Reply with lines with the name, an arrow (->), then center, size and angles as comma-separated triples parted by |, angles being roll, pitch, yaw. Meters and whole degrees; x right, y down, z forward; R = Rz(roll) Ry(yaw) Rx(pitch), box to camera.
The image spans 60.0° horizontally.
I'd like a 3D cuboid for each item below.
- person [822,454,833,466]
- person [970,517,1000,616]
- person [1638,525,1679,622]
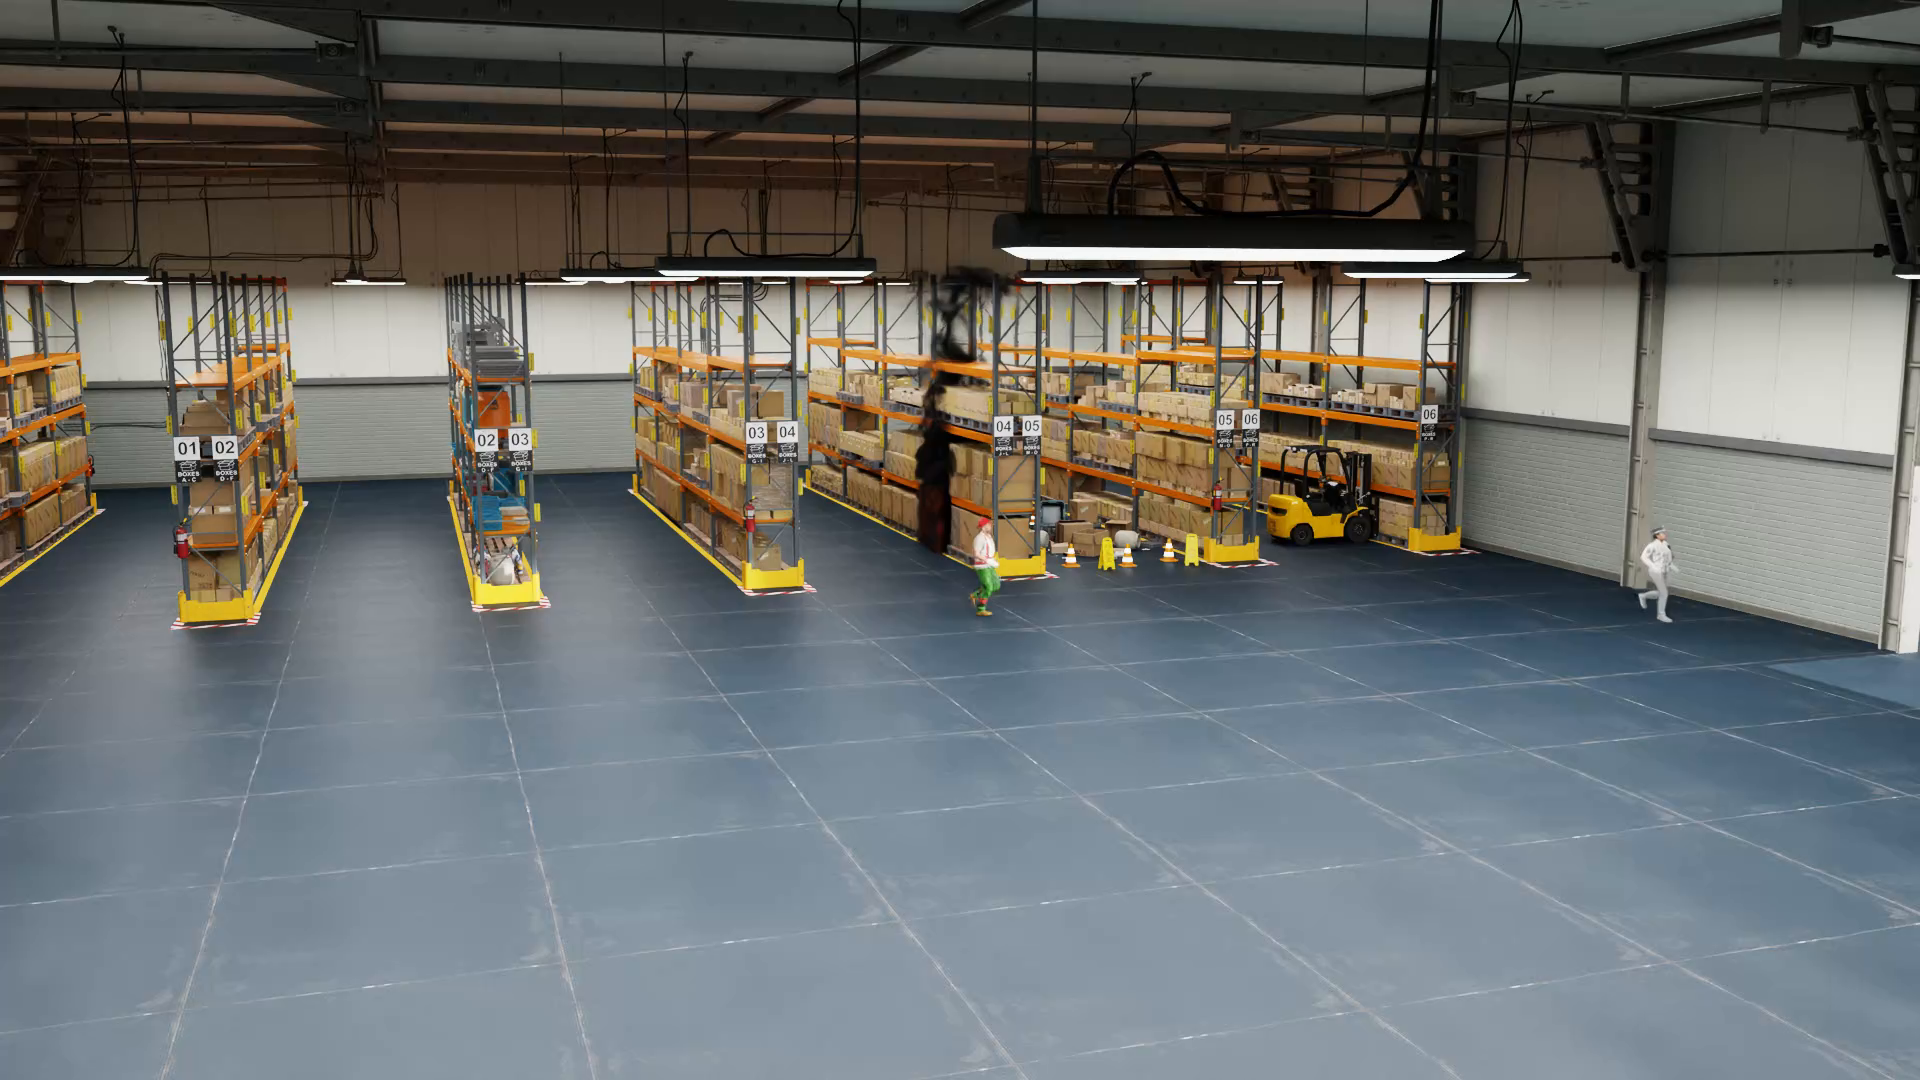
person -> -3.952, -2.585, 49.686 | 0.831, 1.600, 0.537 | -5, 10, -29
person -> 0.444, 0.467, 29.218 | 0.624, 1.740, 0.707 | 3, 9, 21
person -> 12.123, 0.567, 28.919 | 0.618, 1.677, 0.667 | -6, 10, -33
